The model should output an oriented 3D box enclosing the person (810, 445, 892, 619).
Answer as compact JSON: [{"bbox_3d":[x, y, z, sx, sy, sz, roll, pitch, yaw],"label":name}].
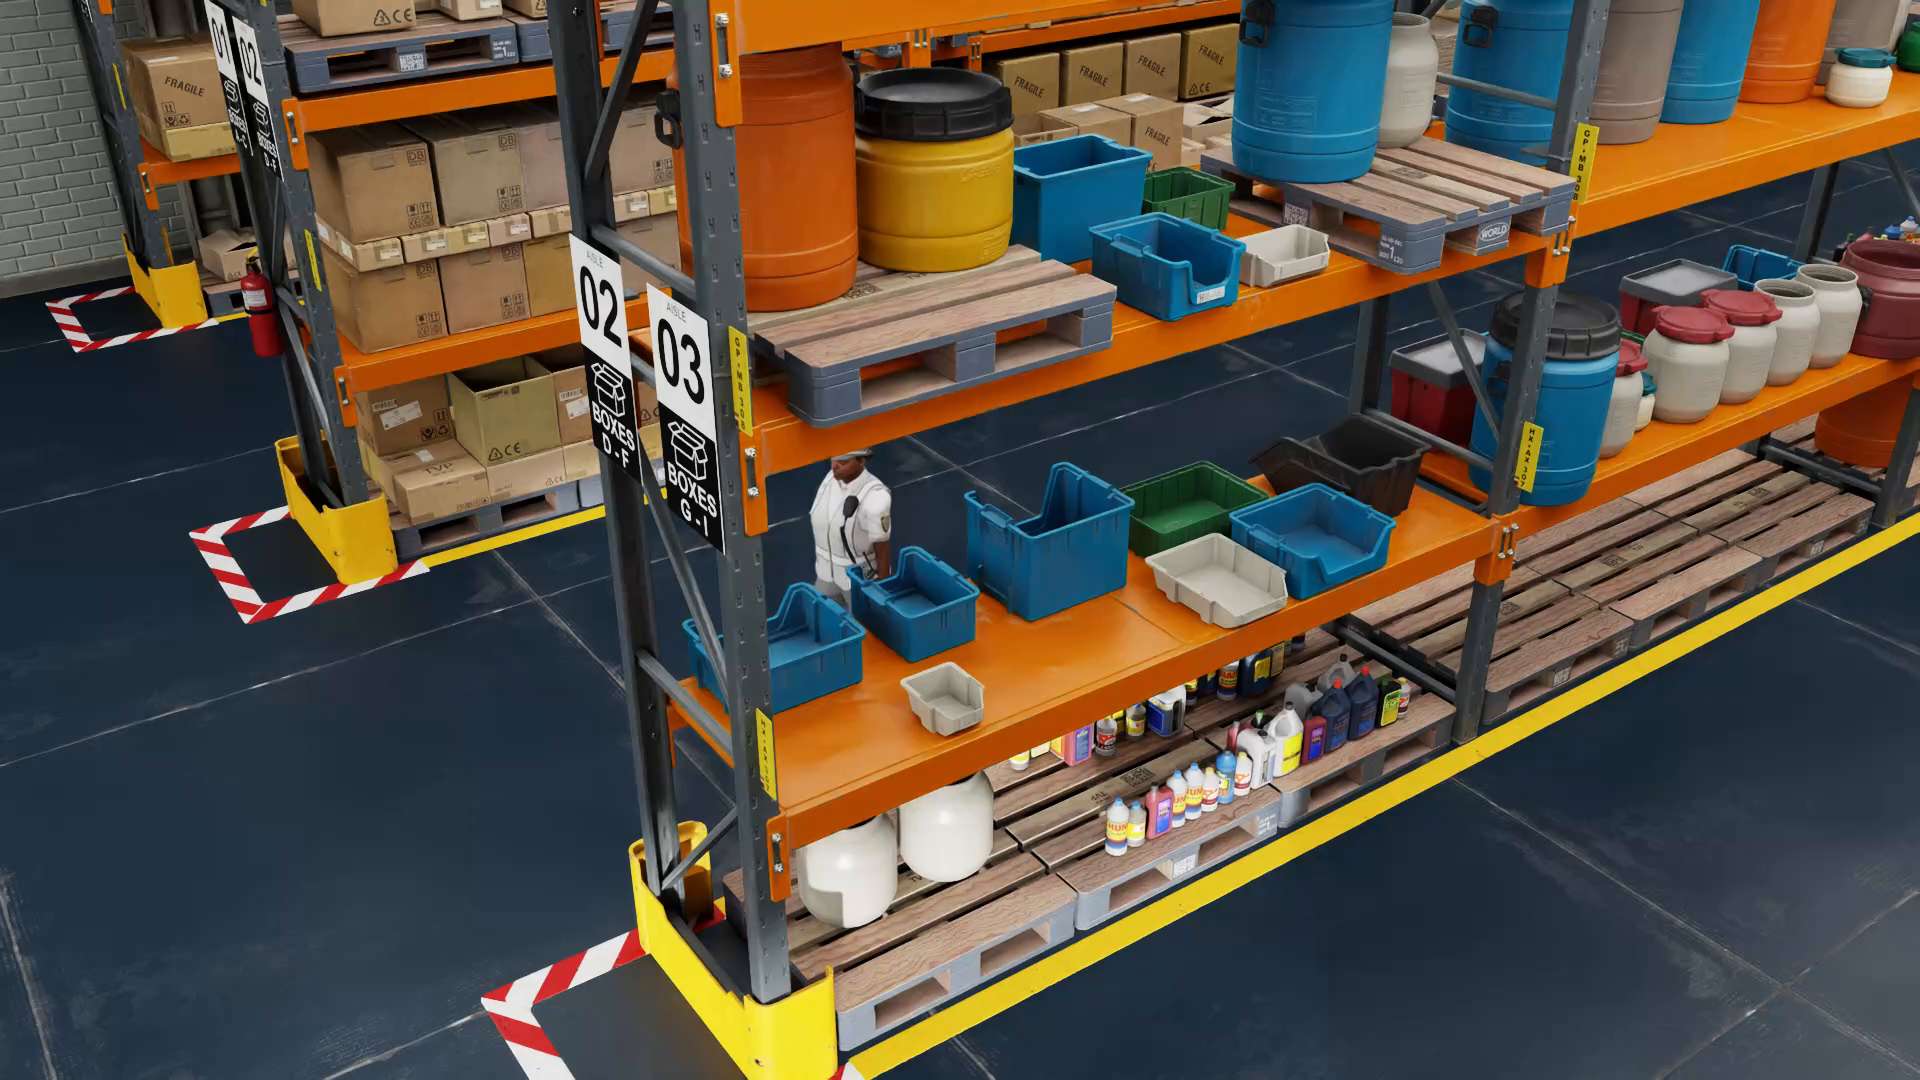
[{"bbox_3d":[-0.600,0.233,8.171,0.462,1.673,0.698,23,36,36],"label":"person"}]
